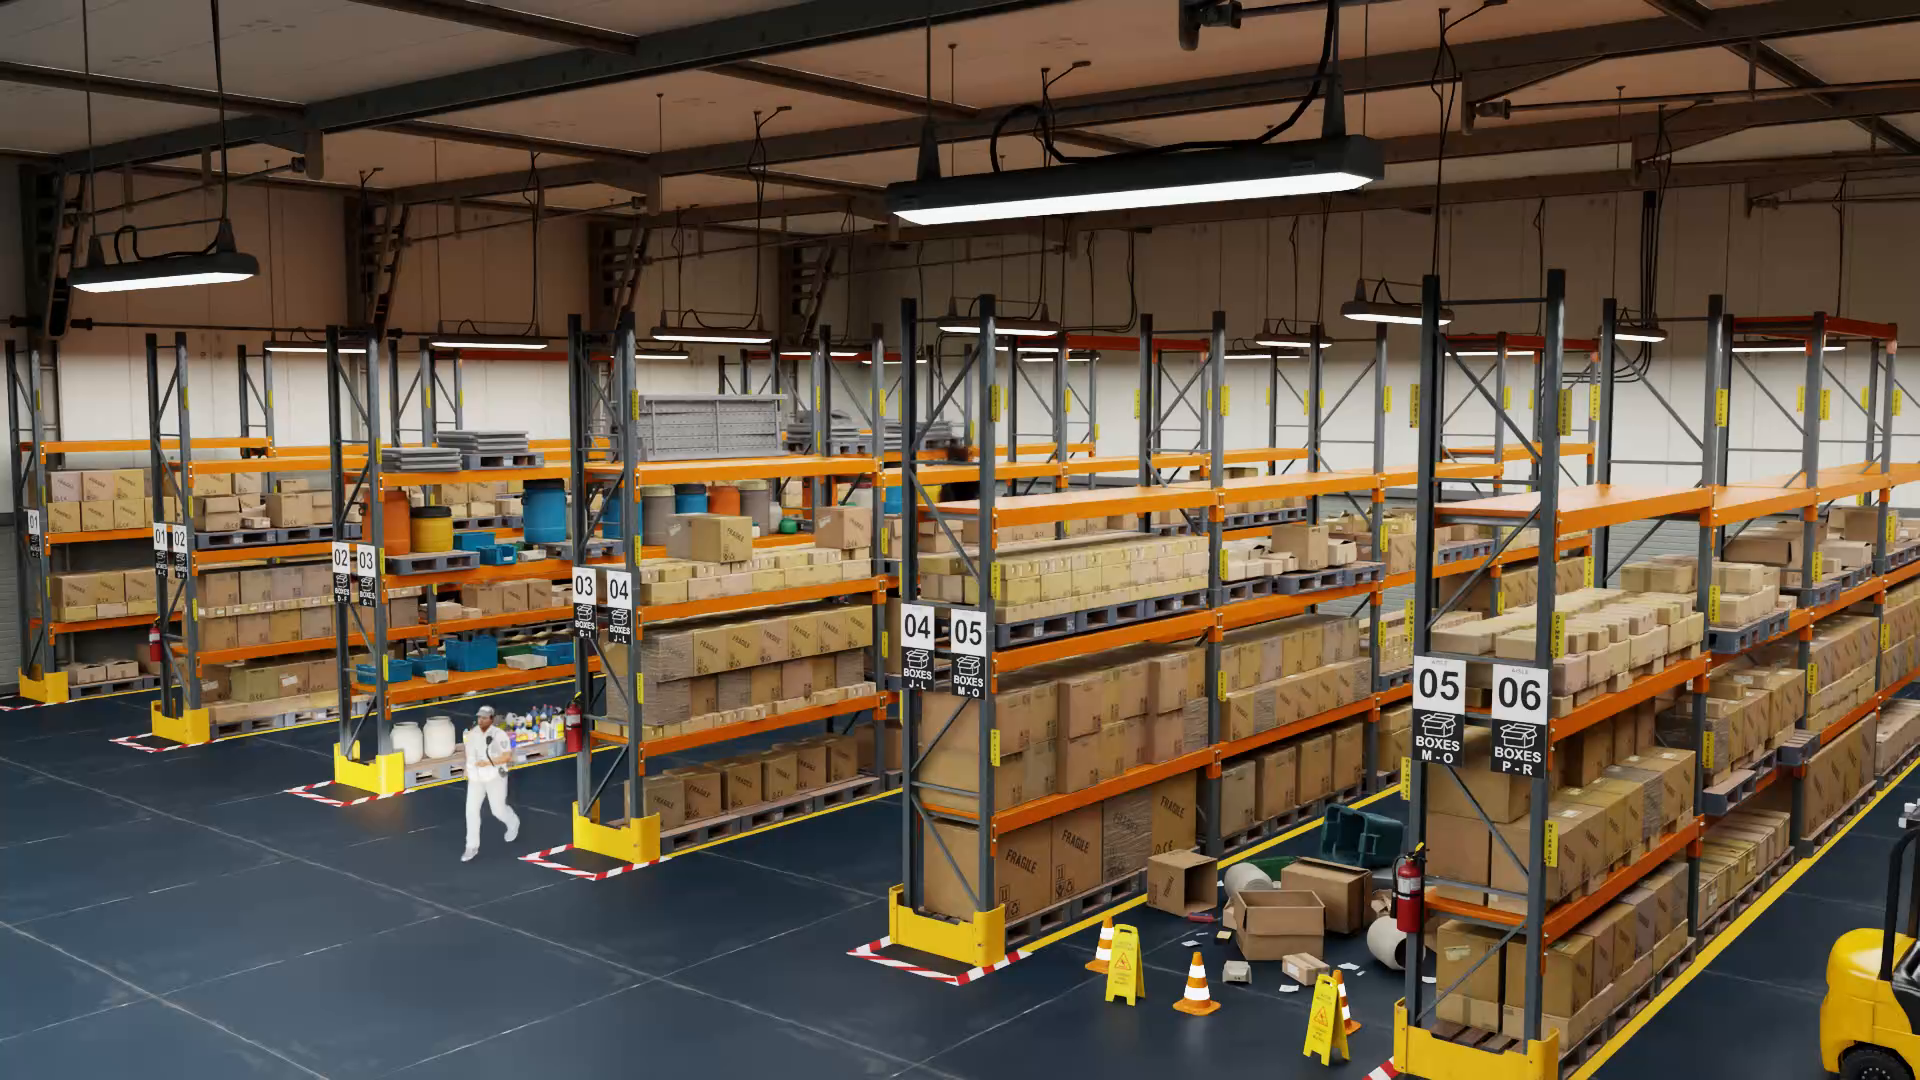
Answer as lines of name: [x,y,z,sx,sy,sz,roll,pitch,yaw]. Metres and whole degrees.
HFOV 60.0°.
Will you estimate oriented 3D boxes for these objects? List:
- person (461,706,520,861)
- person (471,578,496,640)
person: [-5.264,2.656,18.521,0.628,1.643,0.957,1,5,15]
person: [-8.996,1.489,31.462,0.651,1.680,0.590,2,6,25]
